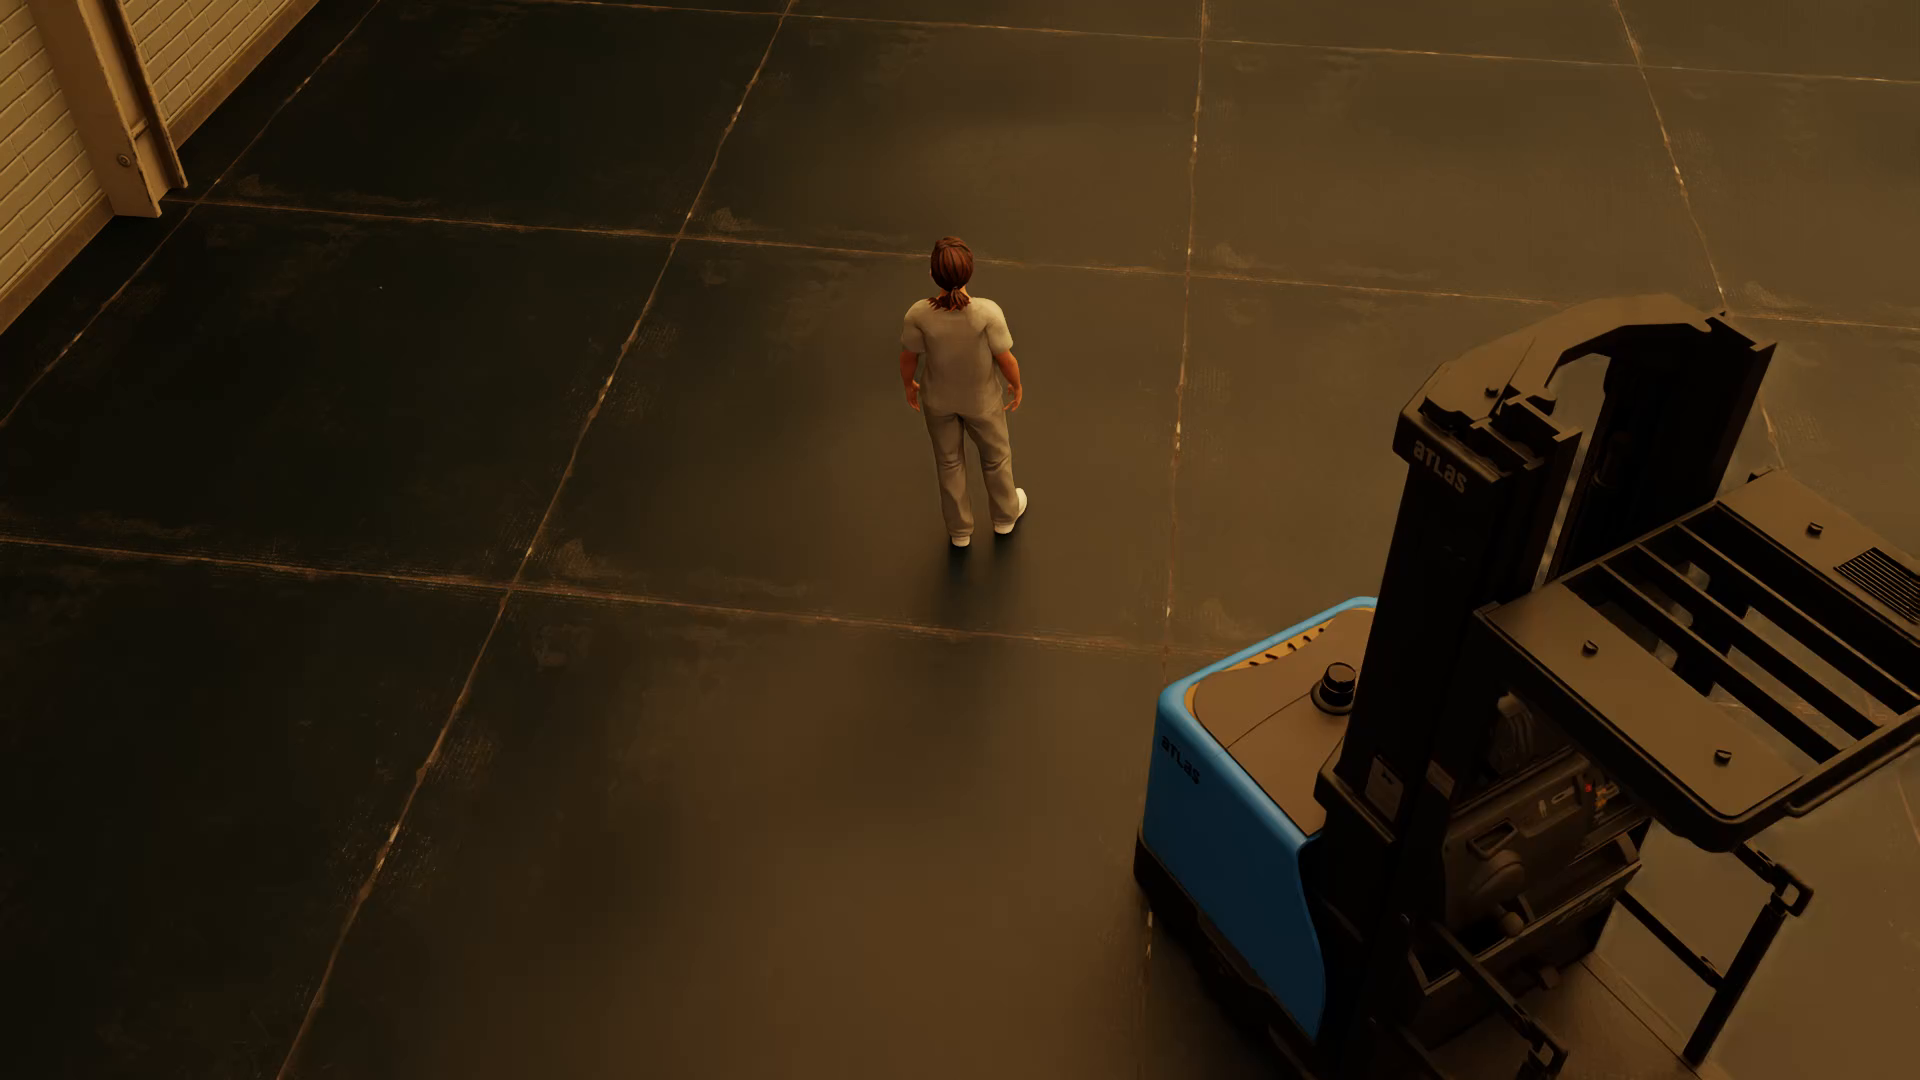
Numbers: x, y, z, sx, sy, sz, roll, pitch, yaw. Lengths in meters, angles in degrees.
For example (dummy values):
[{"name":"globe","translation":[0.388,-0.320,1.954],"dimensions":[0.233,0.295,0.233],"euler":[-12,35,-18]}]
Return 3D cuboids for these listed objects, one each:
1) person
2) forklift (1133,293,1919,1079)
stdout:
[{"name":"person","translation":[0.023,-0.671,7.372],"dimensions":[0.550,1.673,0.548],"euler":[5,43,6]},{"name":"forklift","translation":[1.861,0.916,4.727],"dimensions":[1.130,2.935,3.031],"euler":[-22,47,-22]}]
